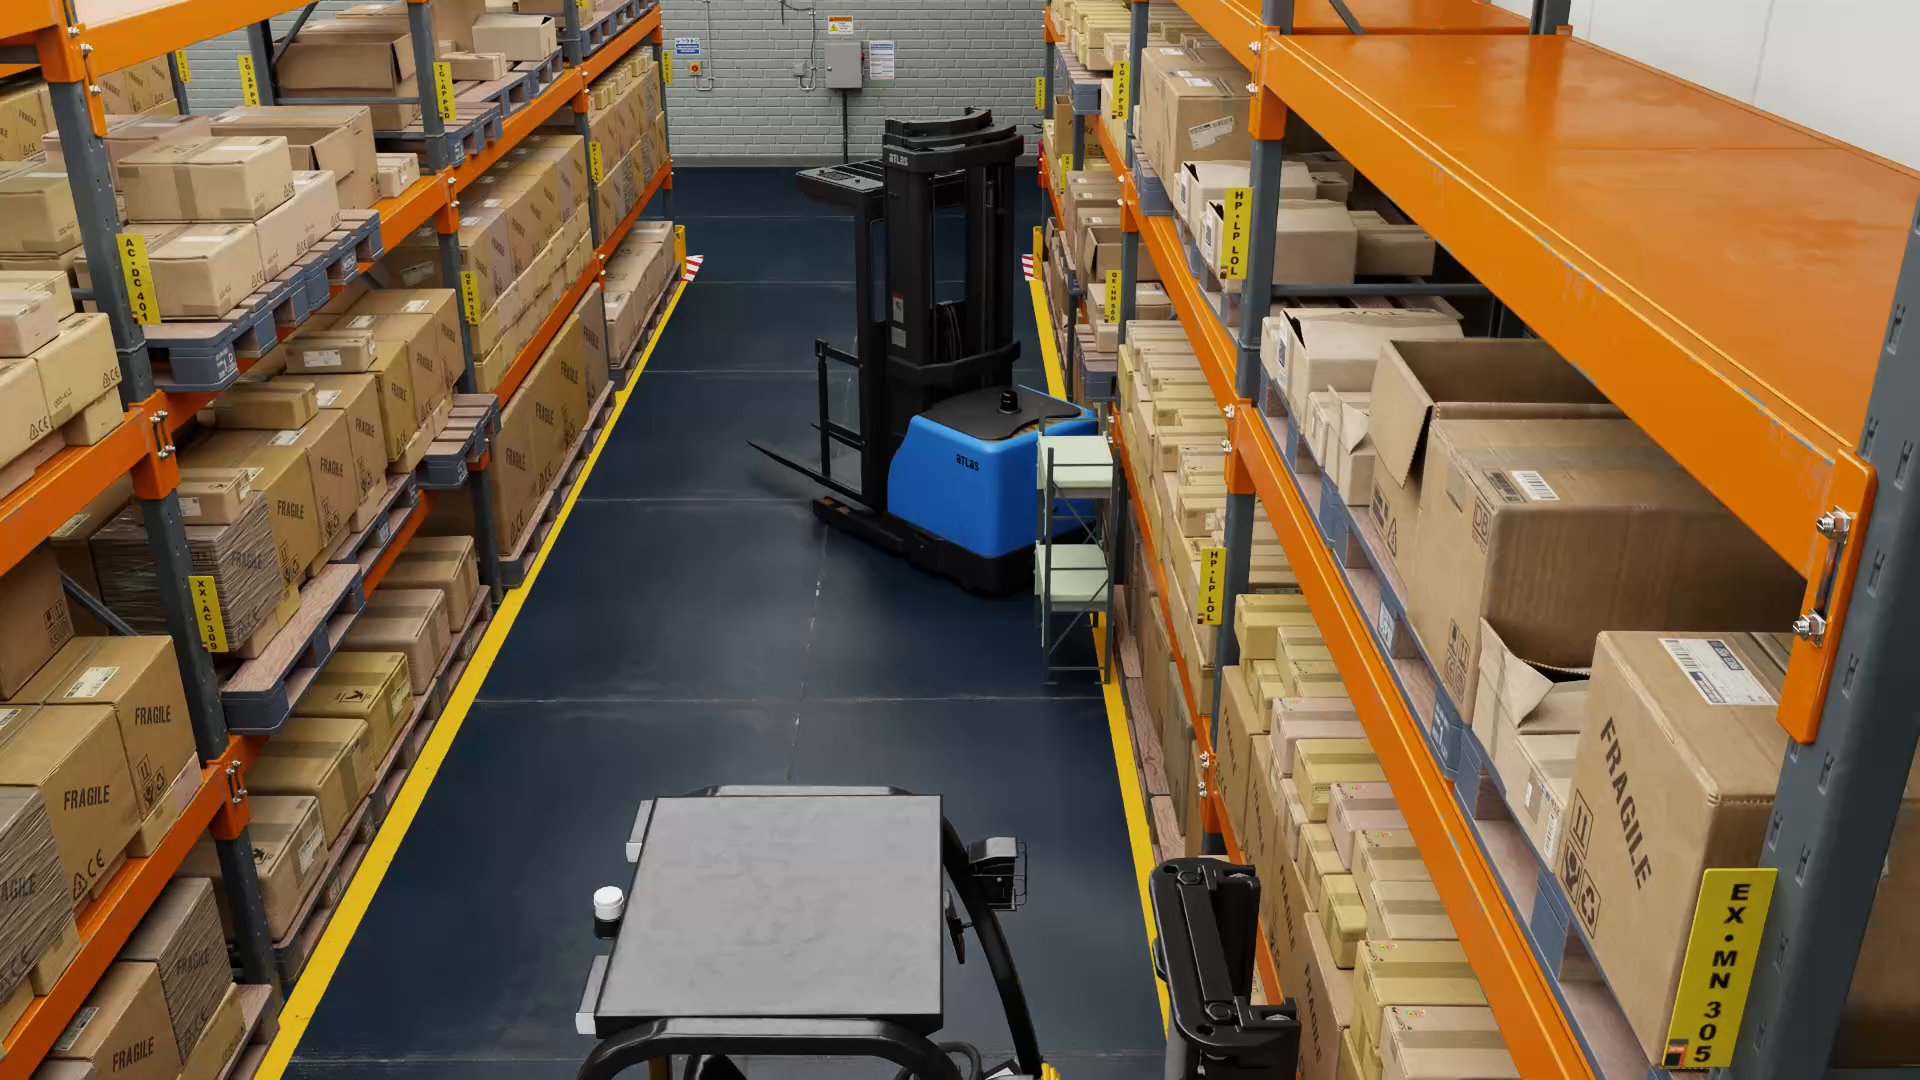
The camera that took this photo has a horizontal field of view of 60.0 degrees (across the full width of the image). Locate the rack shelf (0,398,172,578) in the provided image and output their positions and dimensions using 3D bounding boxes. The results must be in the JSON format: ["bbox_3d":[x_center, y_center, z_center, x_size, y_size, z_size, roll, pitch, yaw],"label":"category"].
[{"bbox_3d":[-3.427,0.473,4.297,1.077,0.370,4.000,0,24,-1],"label":"rack shelf"}]

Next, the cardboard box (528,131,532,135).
[{"bbox_3d":[-3.817,-3.303,14.078,0.500,0.500,0.500,0,24,-1],"label":"cardboard box"}]

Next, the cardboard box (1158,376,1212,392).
[{"bbox_3d":[1.261,-0.766,8.895,0.380,0.149,0.250,0,24,0],"label":"cardboard box"}]

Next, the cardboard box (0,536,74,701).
[{"bbox_3d":[-3.661,0.234,5.898,0.700,0.500,0.500,-1,24,-1],"label":"cardboard box"}]

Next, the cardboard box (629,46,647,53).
[{"bbox_3d":[-3.375,-4.907,16.837,0.380,0.149,0.250,0,24,0],"label":"cardboard box"}]

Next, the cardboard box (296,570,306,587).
[{"bbox_3d":[-3.212,0.163,7.546,0.380,0.149,0.250,1,24,3],"label":"cardboard box"}]

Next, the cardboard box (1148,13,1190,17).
[{"bbox_3d":[1.554,-3.709,11.985,0.380,0.149,0.250,-1,24,-2],"label":"cardboard box"}]

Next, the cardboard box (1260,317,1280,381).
[{"bbox_3d":[1.216,-0.639,5.556,0.380,0.149,0.250,0,24,1],"label":"cardboard box"}]

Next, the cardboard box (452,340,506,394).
[{"bbox_3d":[-3.246,-1.095,10.713,0.500,0.250,0.500,-1,24,-1],"label":"cardboard box"}]

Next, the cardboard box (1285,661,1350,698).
[{"bbox_3d":[1.326,0.532,5.663,0.380,0.149,0.250,-1,24,-2],"label":"cardboard box"}]

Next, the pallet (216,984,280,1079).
[{"bbox_3d":[-3.406,2.235,6.552,1.003,0.211,1.213,0,24,-1],"label":"pallet"}]

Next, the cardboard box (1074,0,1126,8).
[{"bbox_3d":[1.066,-4.023,12.677,0.380,0.149,0.250,0,24,0],"label":"cardboard box"}]

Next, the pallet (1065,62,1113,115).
[{"bbox_3d":[1.379,-3.217,11.811,1.213,0.211,1.003,0,24,-1],"label":"pallet"}]

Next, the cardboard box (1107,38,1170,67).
[{"bbox_3d":[1.162,-3.171,10.818,0.380,0.149,0.250,-1,24,-2],"label":"cardboard box"}]

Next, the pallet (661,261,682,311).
[{"bbox_3d":[-3.493,-2.657,17.369,1.003,0.211,1.213,0,24,-1],"label":"pallet"}]

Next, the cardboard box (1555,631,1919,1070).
[{"bbox_3d":[1.310,0.482,2.652,0.500,0.500,0.500,1,24,1],"label":"cardboard box"}]

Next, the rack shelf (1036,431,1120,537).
[{"bbox_3d":[0.681,-0.337,9.727,0.431,0.370,0.720,0,24,-1],"label":"rack shelf"}]

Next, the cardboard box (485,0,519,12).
[{"bbox_3d":[-3.863,-4.413,13.759,0.396,0.266,0.258,1,24,1],"label":"cardboard box"}]

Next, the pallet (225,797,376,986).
[{"bbox_3d":[-3.459,1.638,7.873,1.003,0.211,1.213,0,24,-1],"label":"pallet"}]

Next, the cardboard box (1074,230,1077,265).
[{"bbox_3d":[1.059,-2.188,12.602,0.396,0.266,0.258,1,24,2],"label":"cardboard box"}]

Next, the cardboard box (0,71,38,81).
[{"bbox_3d":[-8.785,-4.011,15.283,0.500,0.500,0.500,-1,24,-2],"label":"cardboard box"}]

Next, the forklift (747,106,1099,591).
[{"bbox_3d":[-0.411,-1.529,11.574,1.130,2.935,3.031,-20,31,-37],"label":"forklift"}]

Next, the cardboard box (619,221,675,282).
[{"bbox_3d":[-3.472,-3.009,17.363,0.875,0.438,0.875,-1,24,-2],"label":"cardboard box"}]

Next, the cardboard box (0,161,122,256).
[{"bbox_3d":[-3.582,-1.268,6.339,0.500,0.250,0.500,0,24,1],"label":"cardboard box"}]

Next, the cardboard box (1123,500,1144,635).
[{"bbox_3d":[1.464,0.164,10.120,0.875,0.625,0.625,1,24,1],"label":"cardboard box"}]

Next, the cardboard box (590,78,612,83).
[{"bbox_3d":[-3.344,-4.063,14.971,0.380,0.149,0.250,0,24,-1],"label":"cardboard box"}]

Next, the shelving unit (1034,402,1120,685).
[{"bbox_3d":[0.681,0.019,9.888,0.431,1.500,0.755,0,24,-1],"label":"shelving unit"}]

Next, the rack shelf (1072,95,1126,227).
[{"bbox_3d":[1.449,-2.847,11.638,1.077,0.370,4.000,0,24,-1],"label":"rack shelf"}]

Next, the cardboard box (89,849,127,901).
[{"bbox_3d":[-3.206,1.144,5.885,0.380,0.149,0.250,0,24,0],"label":"cardboard box"}]

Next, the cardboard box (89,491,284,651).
[{"bbox_3d":[-3.167,0.121,6.850,0.500,0.500,0.500,0,24,1],"label":"cardboard box"}]

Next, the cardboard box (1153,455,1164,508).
[{"bbox_3d":[1.254,-0.327,8.409,0.500,0.250,0.500,0,24,0],"label":"cardboard box"}]

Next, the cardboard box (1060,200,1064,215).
[{"bbox_3d":[1.113,-3.076,15.215,0.380,0.149,0.250,-1,24,-1],"label":"cardboard box"}]

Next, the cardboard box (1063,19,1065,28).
[{"bbox_3d":[1.155,-4.478,14.192,0.500,0.250,0.500,-1,24,-2],"label":"cardboard box"}]

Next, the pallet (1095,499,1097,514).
[{"bbox_3d":[1.490,-0.523,12.650,1.003,0.211,1.213,0,24,-1],"label":"pallet"}]

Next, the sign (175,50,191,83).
[{"bbox_3d":[-7.973,-4.859,17.064,0.100,0.325,0.005,0,24,-1],"label":"sign"}]

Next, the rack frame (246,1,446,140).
[{"bbox_3d":[-3.492,-3.694,8.997,1.000,3.000,0.127,0,24,-1],"label":"rack frame"}]

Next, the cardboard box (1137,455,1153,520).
[{"bbox_3d":[1.245,-0.312,8.983,0.500,0.250,0.500,-1,24,-2],"label":"cardboard box"}]

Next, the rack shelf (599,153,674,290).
[{"bbox_3d":[-3.558,-3.105,15.848,1.077,0.370,4.000,0,24,-1],"label":"rack shelf"}]

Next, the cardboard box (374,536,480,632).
[{"bbox_3d":[-3.496,0.278,10.173,0.950,0.372,0.625,-2,24,-4],"label":"cardboard box"}]

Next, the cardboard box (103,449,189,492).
[{"bbox_3d":[-3.690,-0.078,7.291,0.500,0.500,0.500,0,24,0],"label":"cardboard box"}]

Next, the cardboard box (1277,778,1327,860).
[{"bbox_3d":[1.220,0.880,5.257,0.380,0.149,0.250,0,24,-1],"label":"cardboard box"}]

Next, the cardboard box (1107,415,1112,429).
[{"bbox_3d":[1.220,-0.756,11.517,0.380,0.149,0.250,-1,24,-2],"label":"cardboard box"}]

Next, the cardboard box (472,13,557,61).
[{"bbox_3d":[-3.316,-3.764,12.390,0.500,0.311,0.500,0,24,-1],"label":"cardboard box"}]

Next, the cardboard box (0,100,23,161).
[{"bbox_3d":[-8.246,-3.368,13.862,0.500,0.500,0.500,0,24,1],"label":"cardboard box"}]

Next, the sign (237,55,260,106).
[{"bbox_3d":[-4.047,-2.600,9.494,0.100,0.325,0.005,0,24,-1],"label":"sign"}]

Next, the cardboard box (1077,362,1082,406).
[{"bbox_3d":[1.223,-1.265,13.431,0.500,0.500,0.500,-1,24,-1],"label":"cardboard box"}]

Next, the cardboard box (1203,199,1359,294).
[{"bbox_3d":[1.263,-1.196,6.592,0.500,0.311,0.500,-1,24,-2],"label":"cardboard box"}]

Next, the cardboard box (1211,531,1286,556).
[{"bbox_3d":[1.268,0.077,7.031,0.380,0.149,0.250,-1,24,-1],"label":"cardboard box"}]

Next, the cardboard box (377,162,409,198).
[{"bbox_3d":[-3.268,-1.981,9.156,0.380,0.149,0.250,0,24,-1],"label":"cardboard box"}]

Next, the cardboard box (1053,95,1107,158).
[{"bbox_3d":[1.136,-3.883,15.607,0.500,0.500,0.500,0,24,1],"label":"cardboard box"}]

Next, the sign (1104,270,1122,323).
[{"bbox_3d":[0.928,-1.469,10.050,0.100,0.325,0.005,0,24,-1],"label":"sign"}]

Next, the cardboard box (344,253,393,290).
[{"bbox_3d":[-3.760,-1.673,10.475,0.500,0.500,0.500,-1,24,-2],"label":"cardboard box"}]

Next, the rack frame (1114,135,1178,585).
[{"bbox_3d":[1.471,-0.984,10.286,1.000,3.000,0.127,0,24,-1],"label":"rack frame"}]

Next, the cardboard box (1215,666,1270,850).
[{"bbox_3d":[1.258,0.803,6.214,0.500,0.500,0.500,-1,24,-2],"label":"cardboard box"}]

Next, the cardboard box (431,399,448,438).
[{"bbox_3d":[-3.131,-0.689,9.430,0.380,0.149,0.250,0,24,-1],"label":"cardboard box"}]
